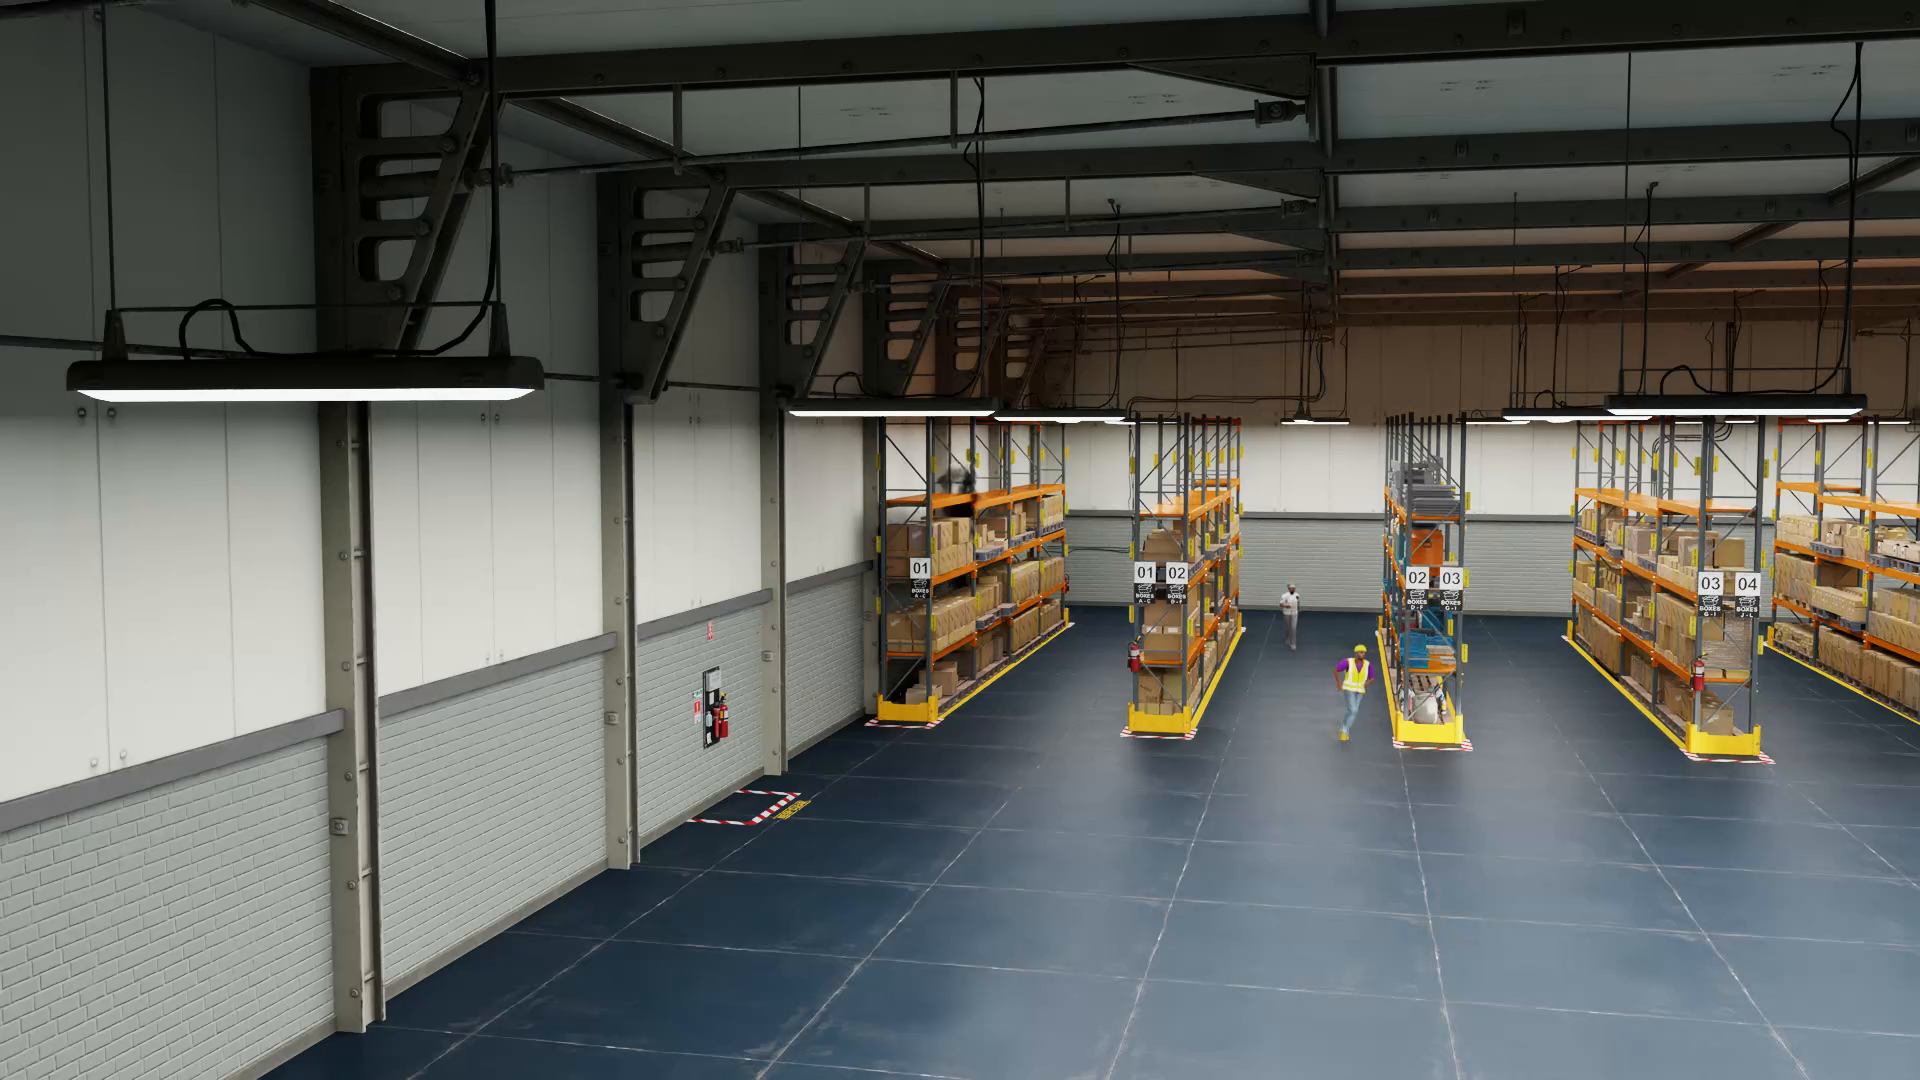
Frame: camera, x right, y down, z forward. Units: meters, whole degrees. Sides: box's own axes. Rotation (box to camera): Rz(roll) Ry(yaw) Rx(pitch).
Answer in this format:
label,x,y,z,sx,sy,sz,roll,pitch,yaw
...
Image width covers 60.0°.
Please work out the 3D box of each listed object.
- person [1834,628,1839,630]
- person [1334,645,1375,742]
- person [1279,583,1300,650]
label,x,y,z,sx,sy,sz,roll,pitch,yaw
person,23.112,1.954,43.630,0.678,1.648,0.657,-2,4,-23
person,7.242,2.805,30.452,0.703,1.781,0.675,-1,4,-11
person,8.572,1.958,43.193,0.565,1.719,0.824,0,4,0
